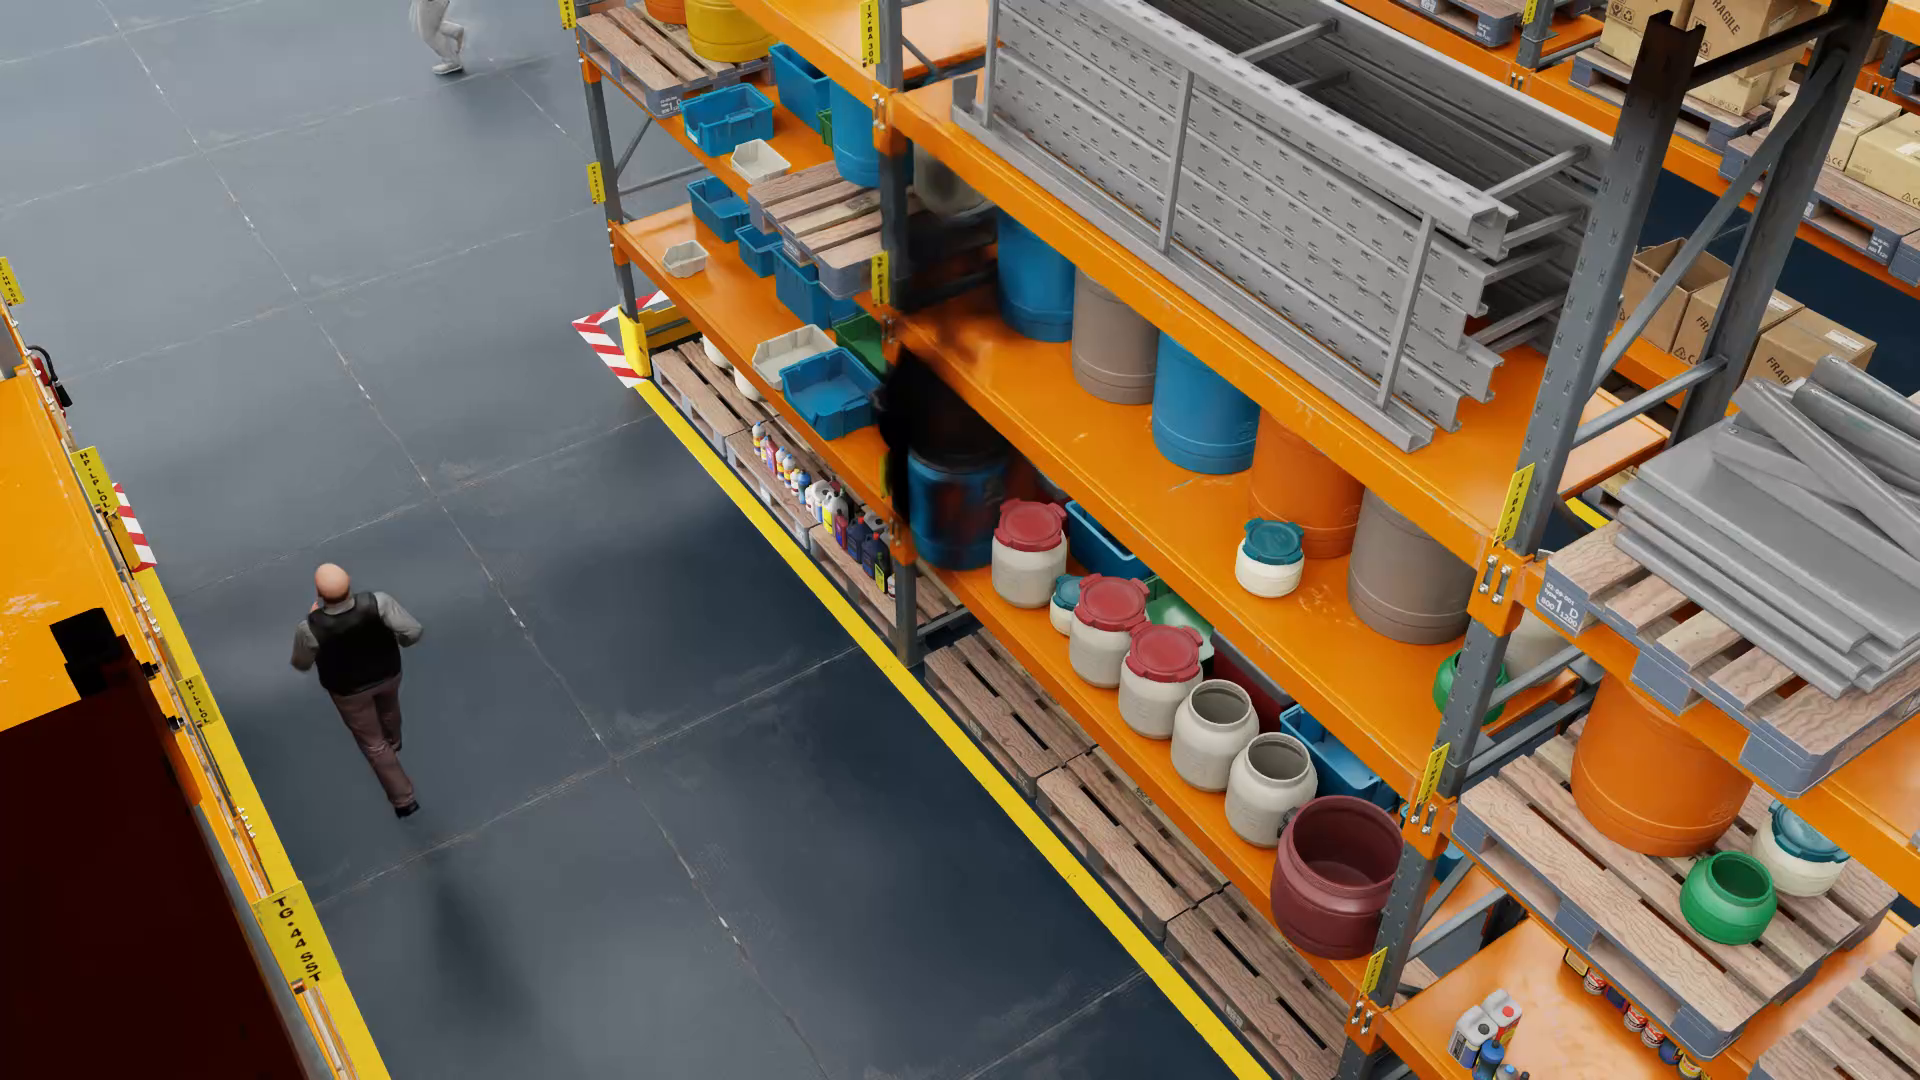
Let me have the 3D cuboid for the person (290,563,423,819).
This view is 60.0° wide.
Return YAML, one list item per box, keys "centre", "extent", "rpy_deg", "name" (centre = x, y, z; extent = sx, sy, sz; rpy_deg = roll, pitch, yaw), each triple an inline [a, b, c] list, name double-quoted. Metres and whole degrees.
- centre: [-3.307, 0.766, 9.240]
  extent: [0.662, 1.758, 0.897]
  rpy_deg: [-28, 50, -27]
  name: "person"

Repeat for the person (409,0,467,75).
- centre: [-5.237, -5.402, 16.444]
  extent: [0.549, 1.623, 0.608]
  rpy_deg: [-11, 44, -12]
  name: "person"
